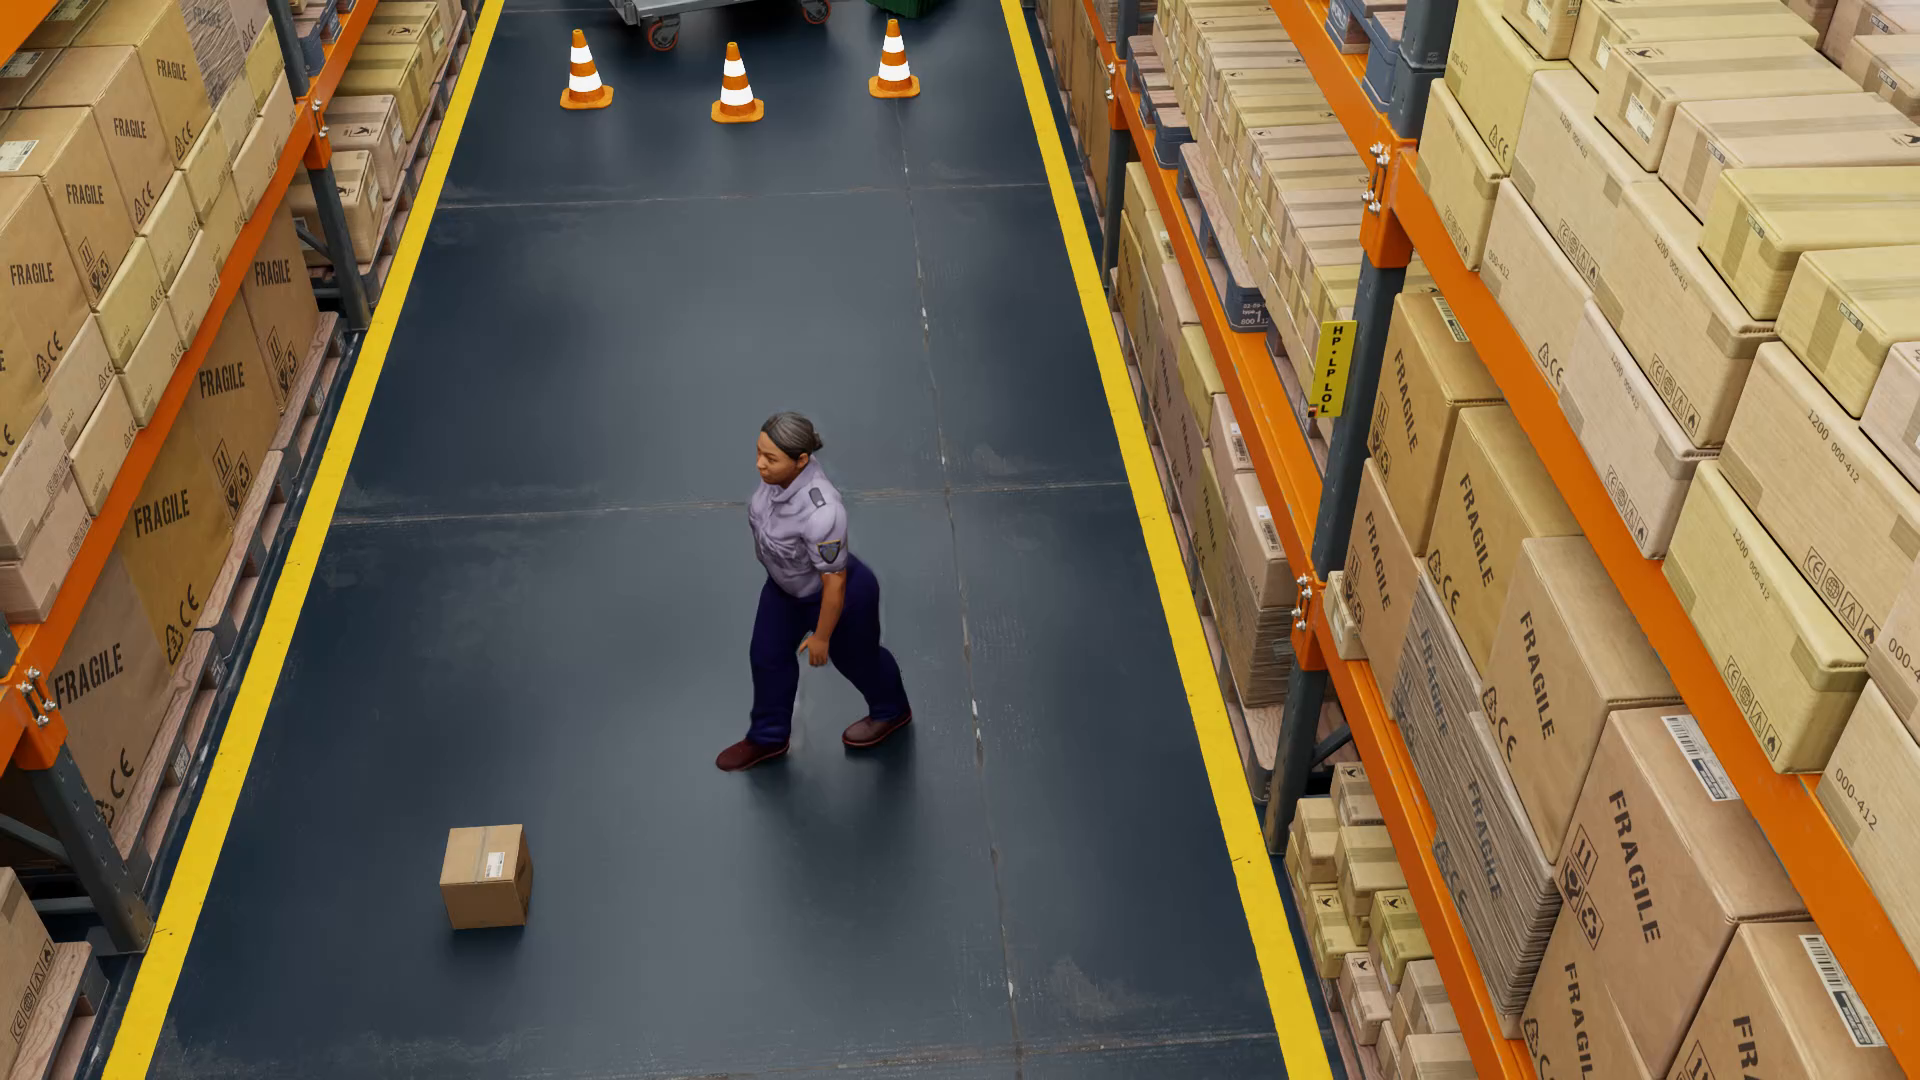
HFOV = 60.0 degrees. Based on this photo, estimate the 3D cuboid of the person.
[{"bbox_3d":[-0.520,0.213,5.924,0.754,1.654,0.505,-23,45,-26],"label":"person"}]
